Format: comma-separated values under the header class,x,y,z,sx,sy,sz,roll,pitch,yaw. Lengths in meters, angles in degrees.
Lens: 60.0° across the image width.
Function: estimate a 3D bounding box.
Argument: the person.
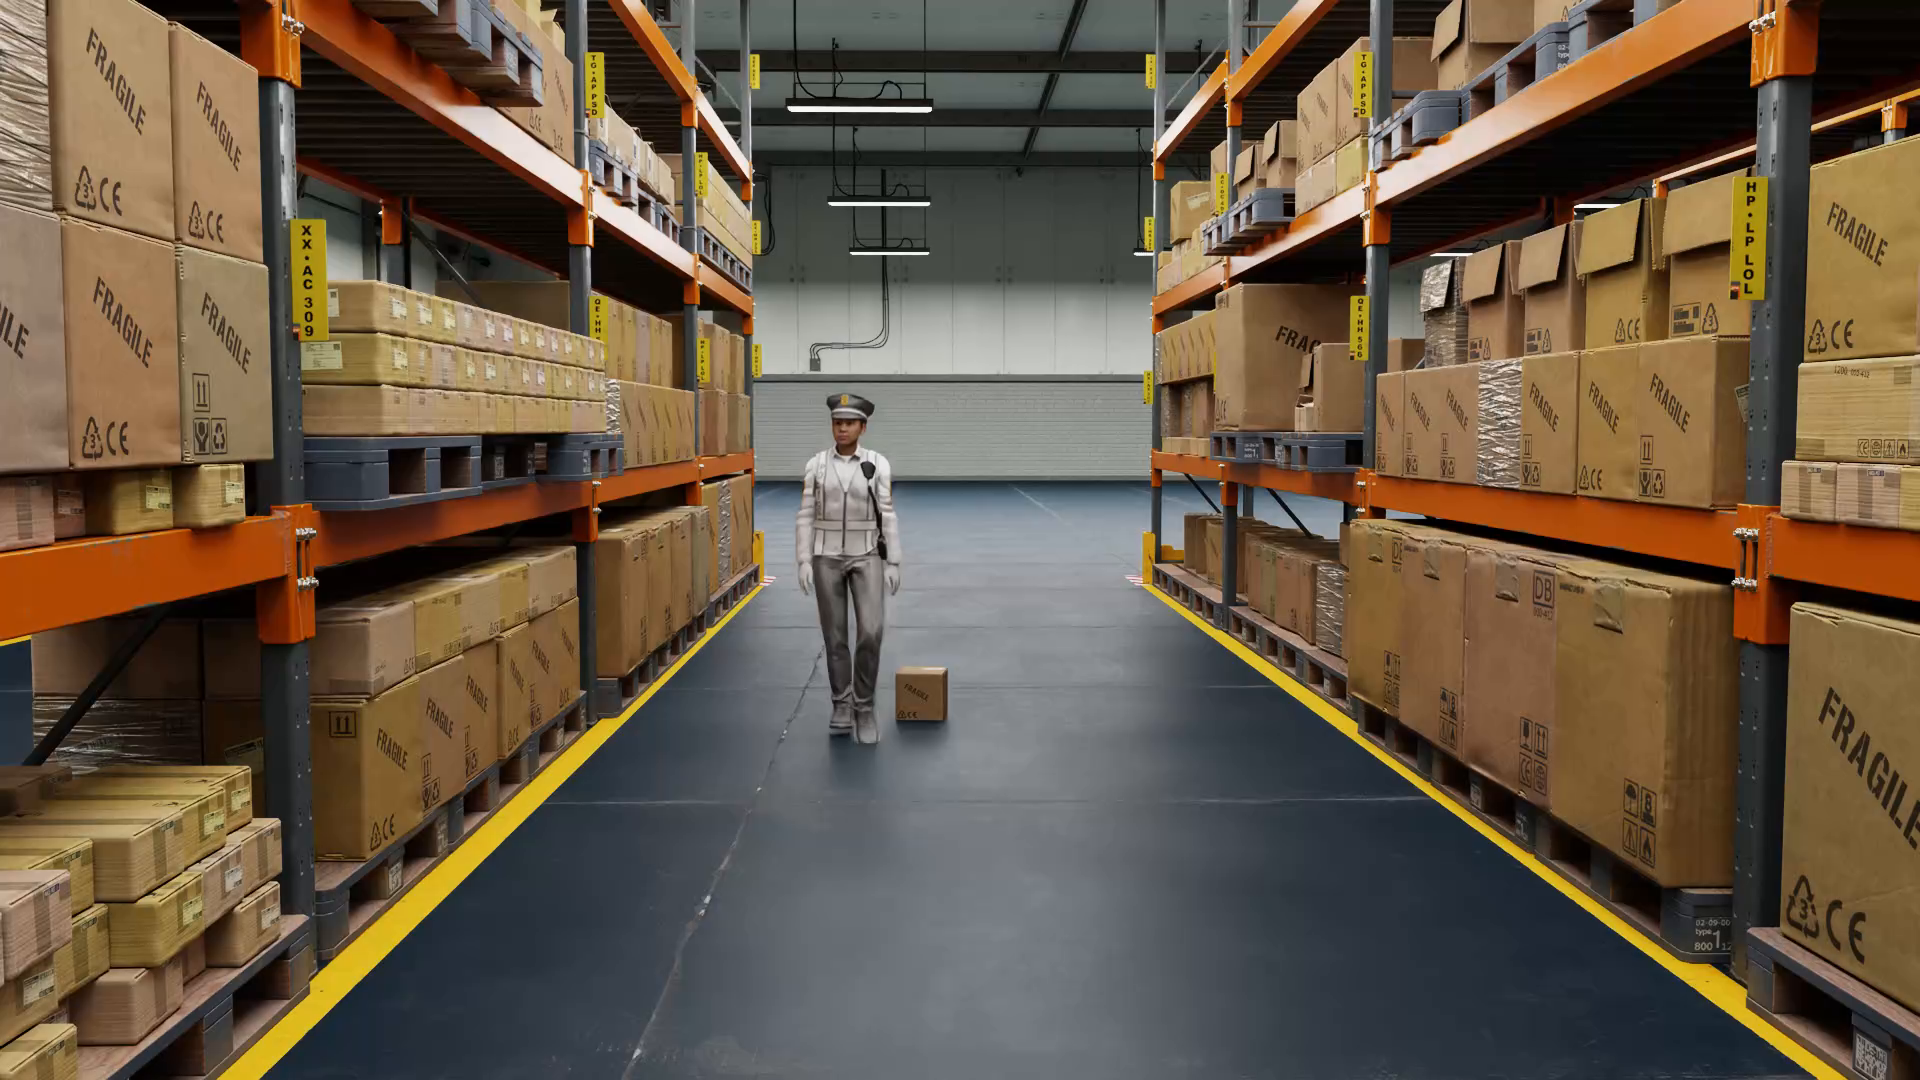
class,x,y,z,sx,sy,sz,roll,pitch,yaw
person,-0.561,0.146,8.254,0.522,1.747,0.496,0,4,4
